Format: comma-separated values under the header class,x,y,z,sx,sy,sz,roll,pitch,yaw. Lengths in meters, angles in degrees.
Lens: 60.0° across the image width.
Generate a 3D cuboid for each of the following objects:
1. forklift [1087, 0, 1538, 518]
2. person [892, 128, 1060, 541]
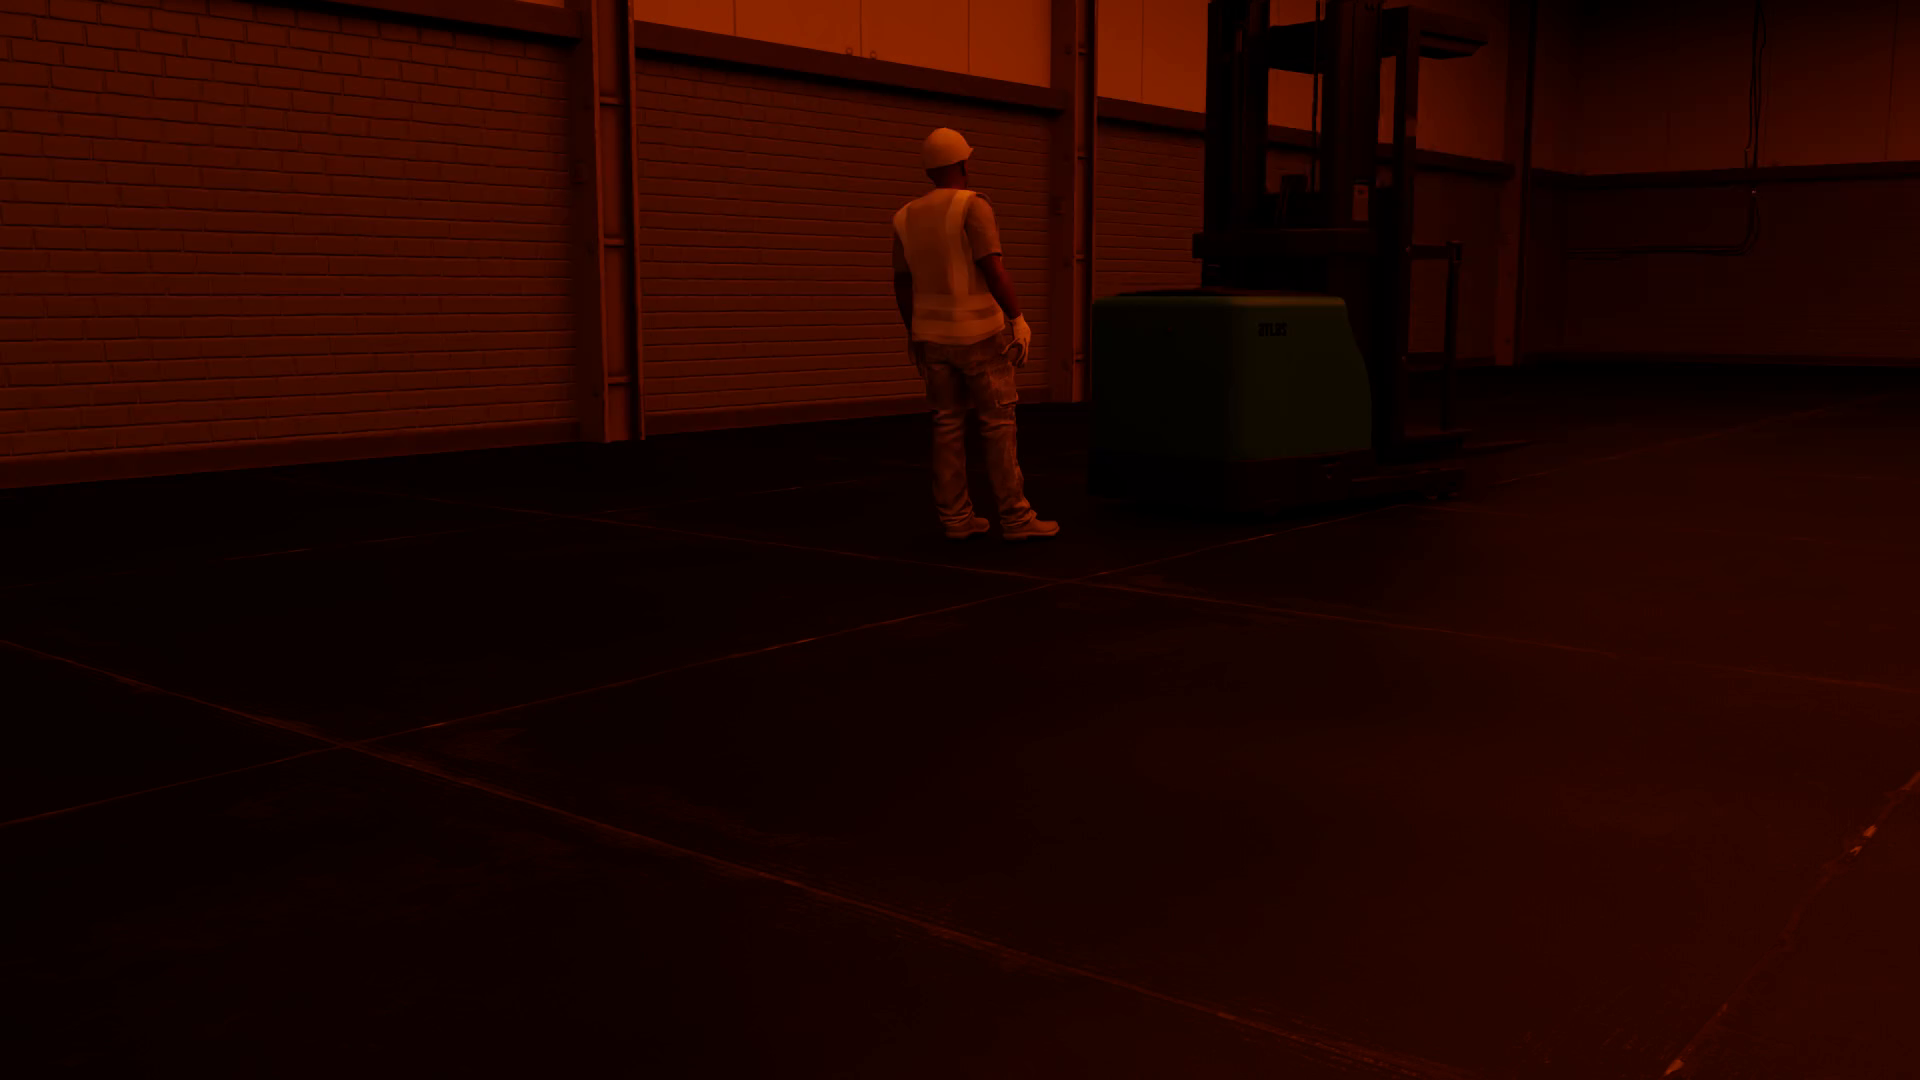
class,x,y,z,sx,sy,sz,roll,pitch,yaw
forklift,2.085,-1.708,8.954,3.031,2.935,1.130,-7,11,-41
person,0.052,-0.897,7.324,0.656,1.782,0.577,7,11,38
